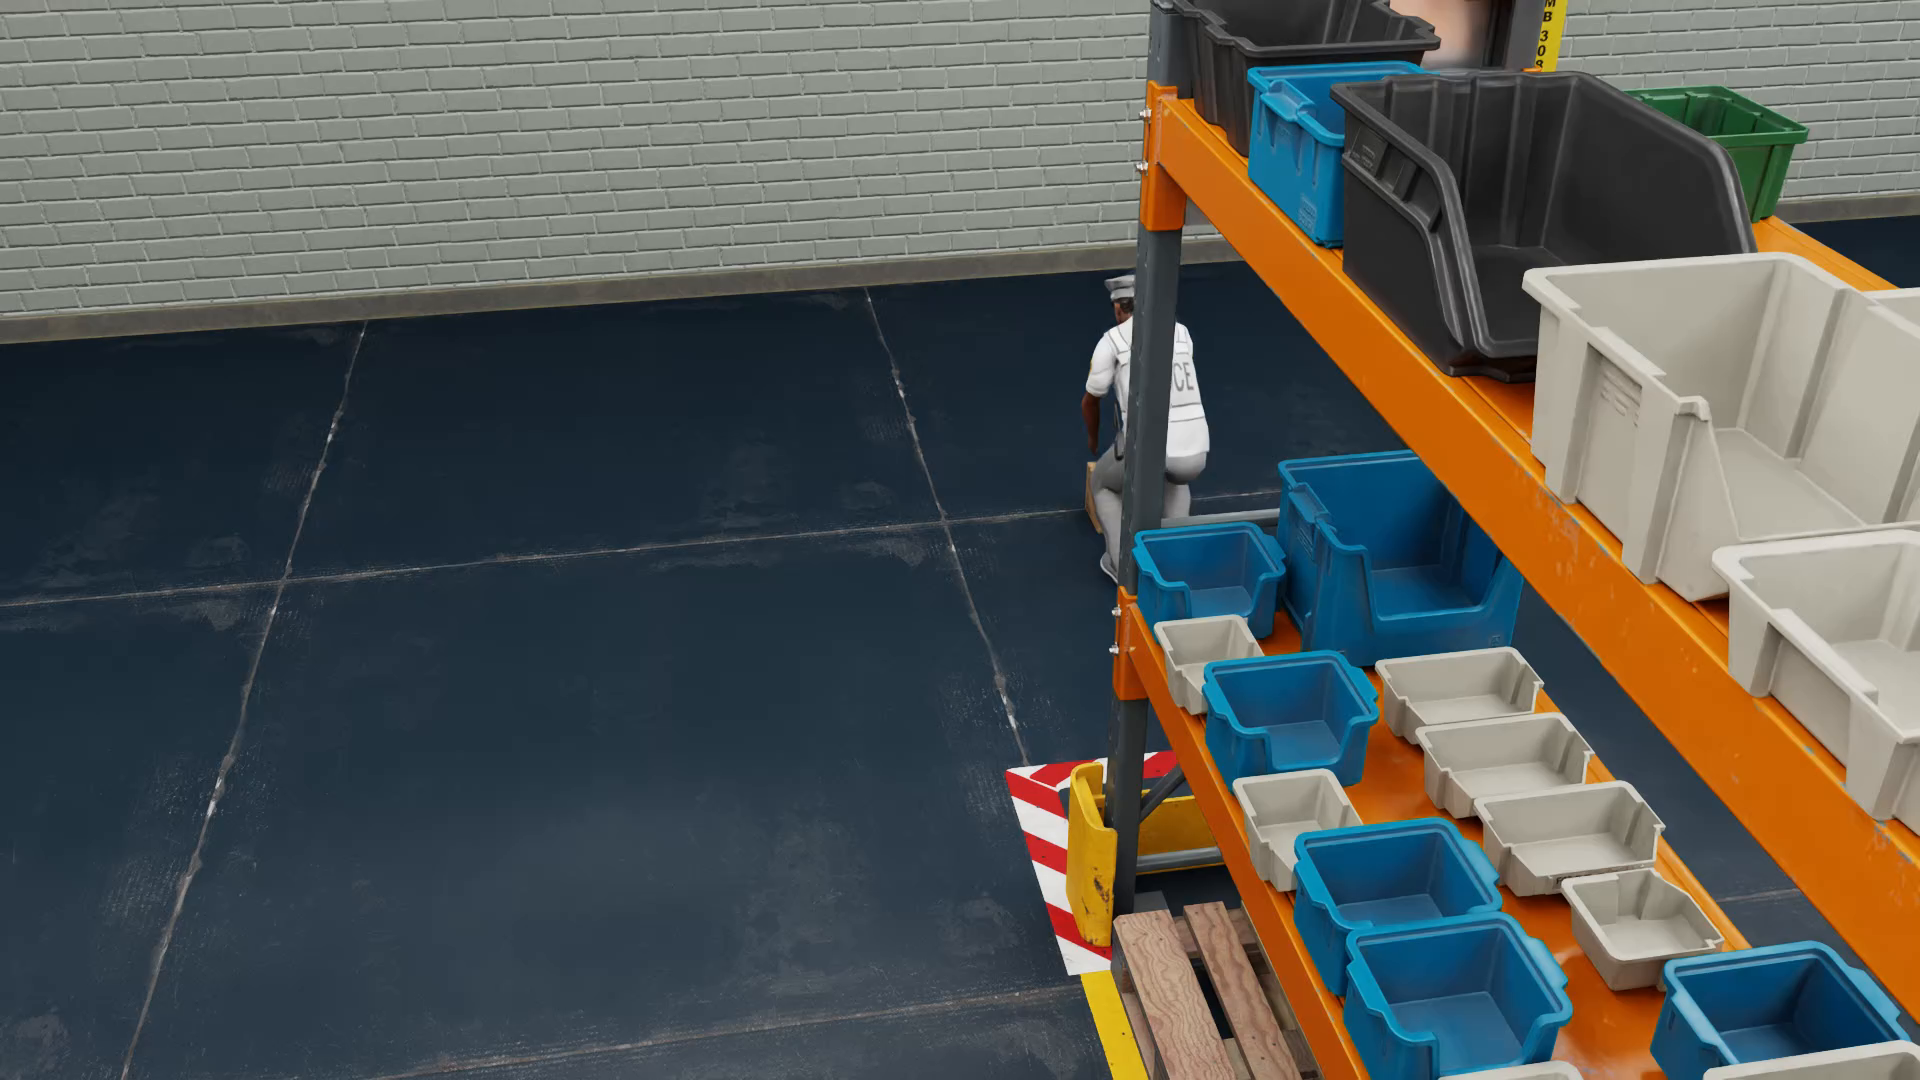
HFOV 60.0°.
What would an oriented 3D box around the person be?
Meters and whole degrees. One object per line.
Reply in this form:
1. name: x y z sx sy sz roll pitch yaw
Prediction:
1. person: 0.785 -0.455 7.226 0.496 1.331 0.741 -5 31 -9
